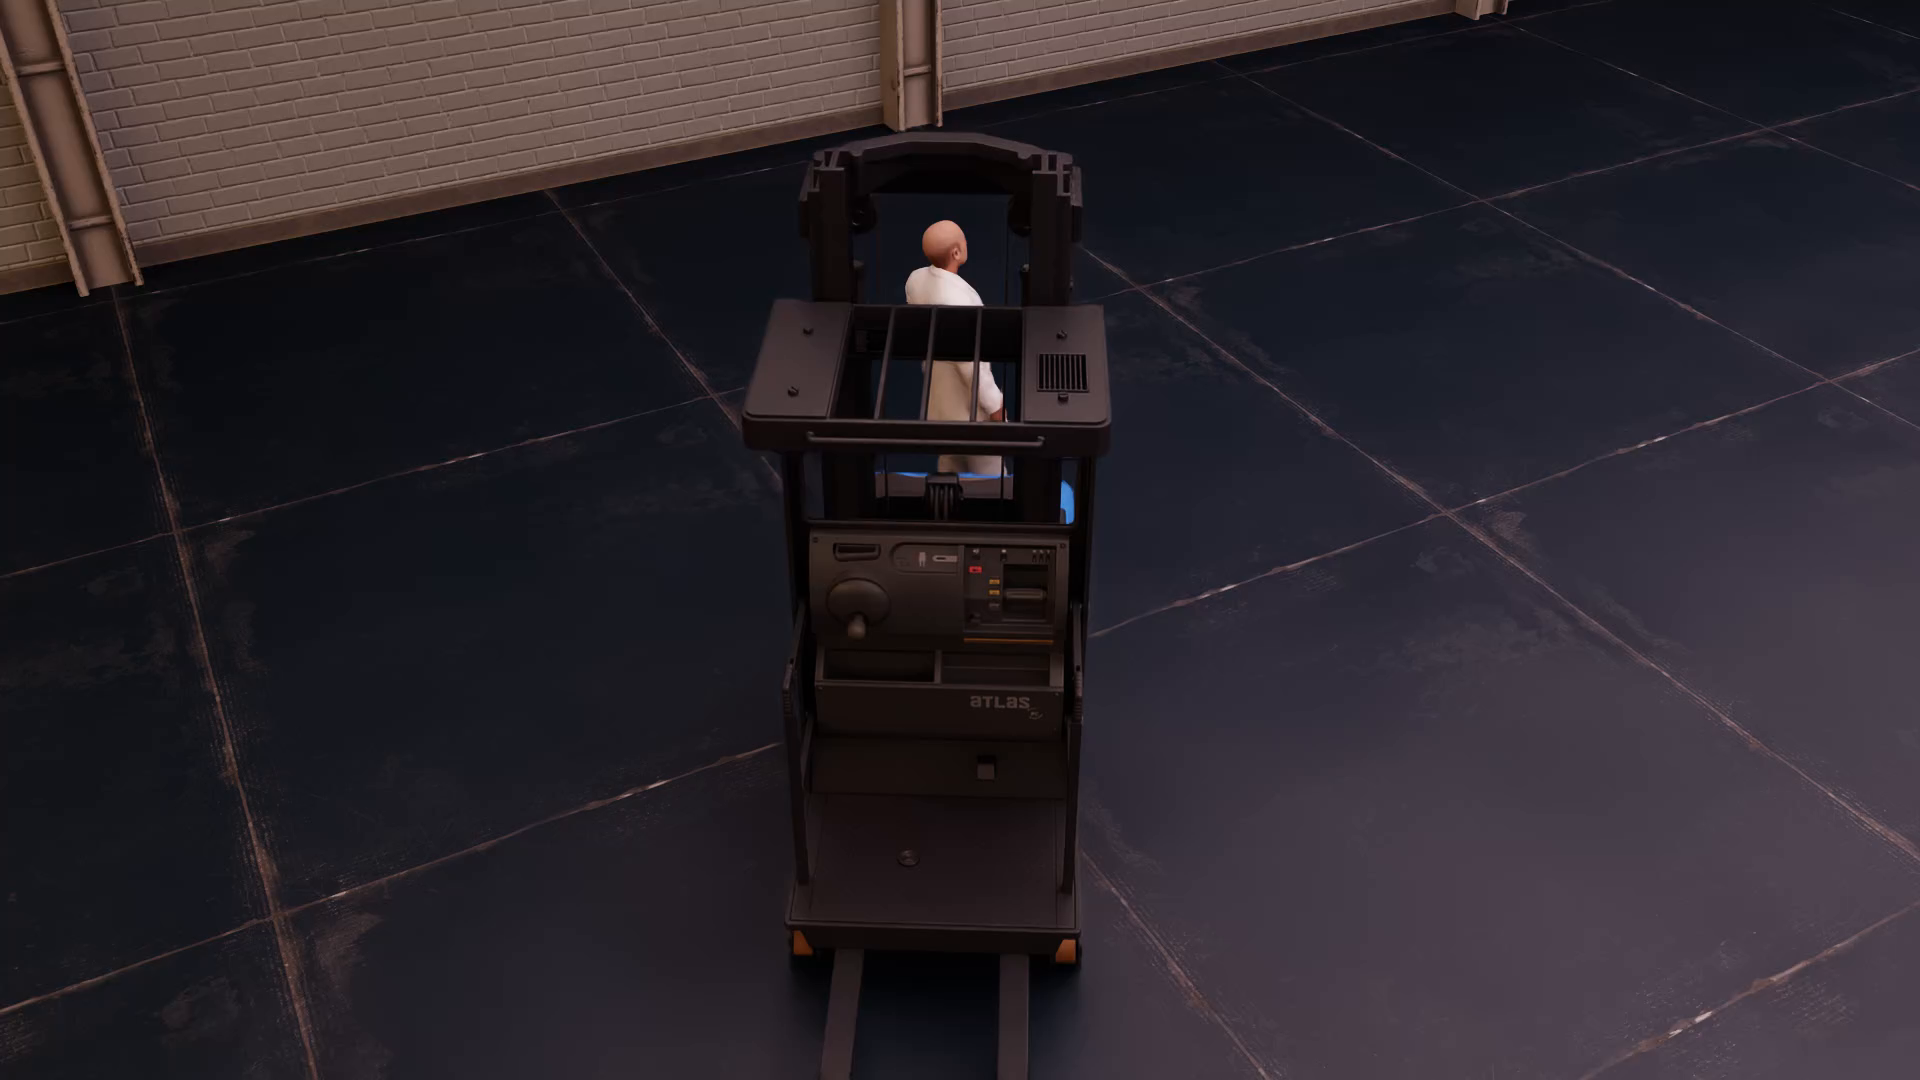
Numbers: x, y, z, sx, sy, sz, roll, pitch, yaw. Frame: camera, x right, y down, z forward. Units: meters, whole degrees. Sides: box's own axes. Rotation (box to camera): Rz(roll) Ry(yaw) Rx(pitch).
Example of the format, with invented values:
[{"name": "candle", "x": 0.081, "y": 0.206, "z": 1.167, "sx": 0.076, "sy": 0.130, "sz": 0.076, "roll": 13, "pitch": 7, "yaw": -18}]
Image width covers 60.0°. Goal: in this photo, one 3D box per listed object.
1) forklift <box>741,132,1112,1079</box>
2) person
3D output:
[{"name": "forklift", "x": -0.083, "y": 0.232, "z": 5.794, "sx": 1.130, "sy": 2.935, "sz": 3.031, "roll": 1, "pitch": 35, "yaw": 2}, {"name": "person", "x": 0.082, "y": -0.754, "z": 8.176, "sx": 0.581, "sy": 1.776, "sz": 0.694, "roll": -17, "pitch": 39, "yaw": -23}]
